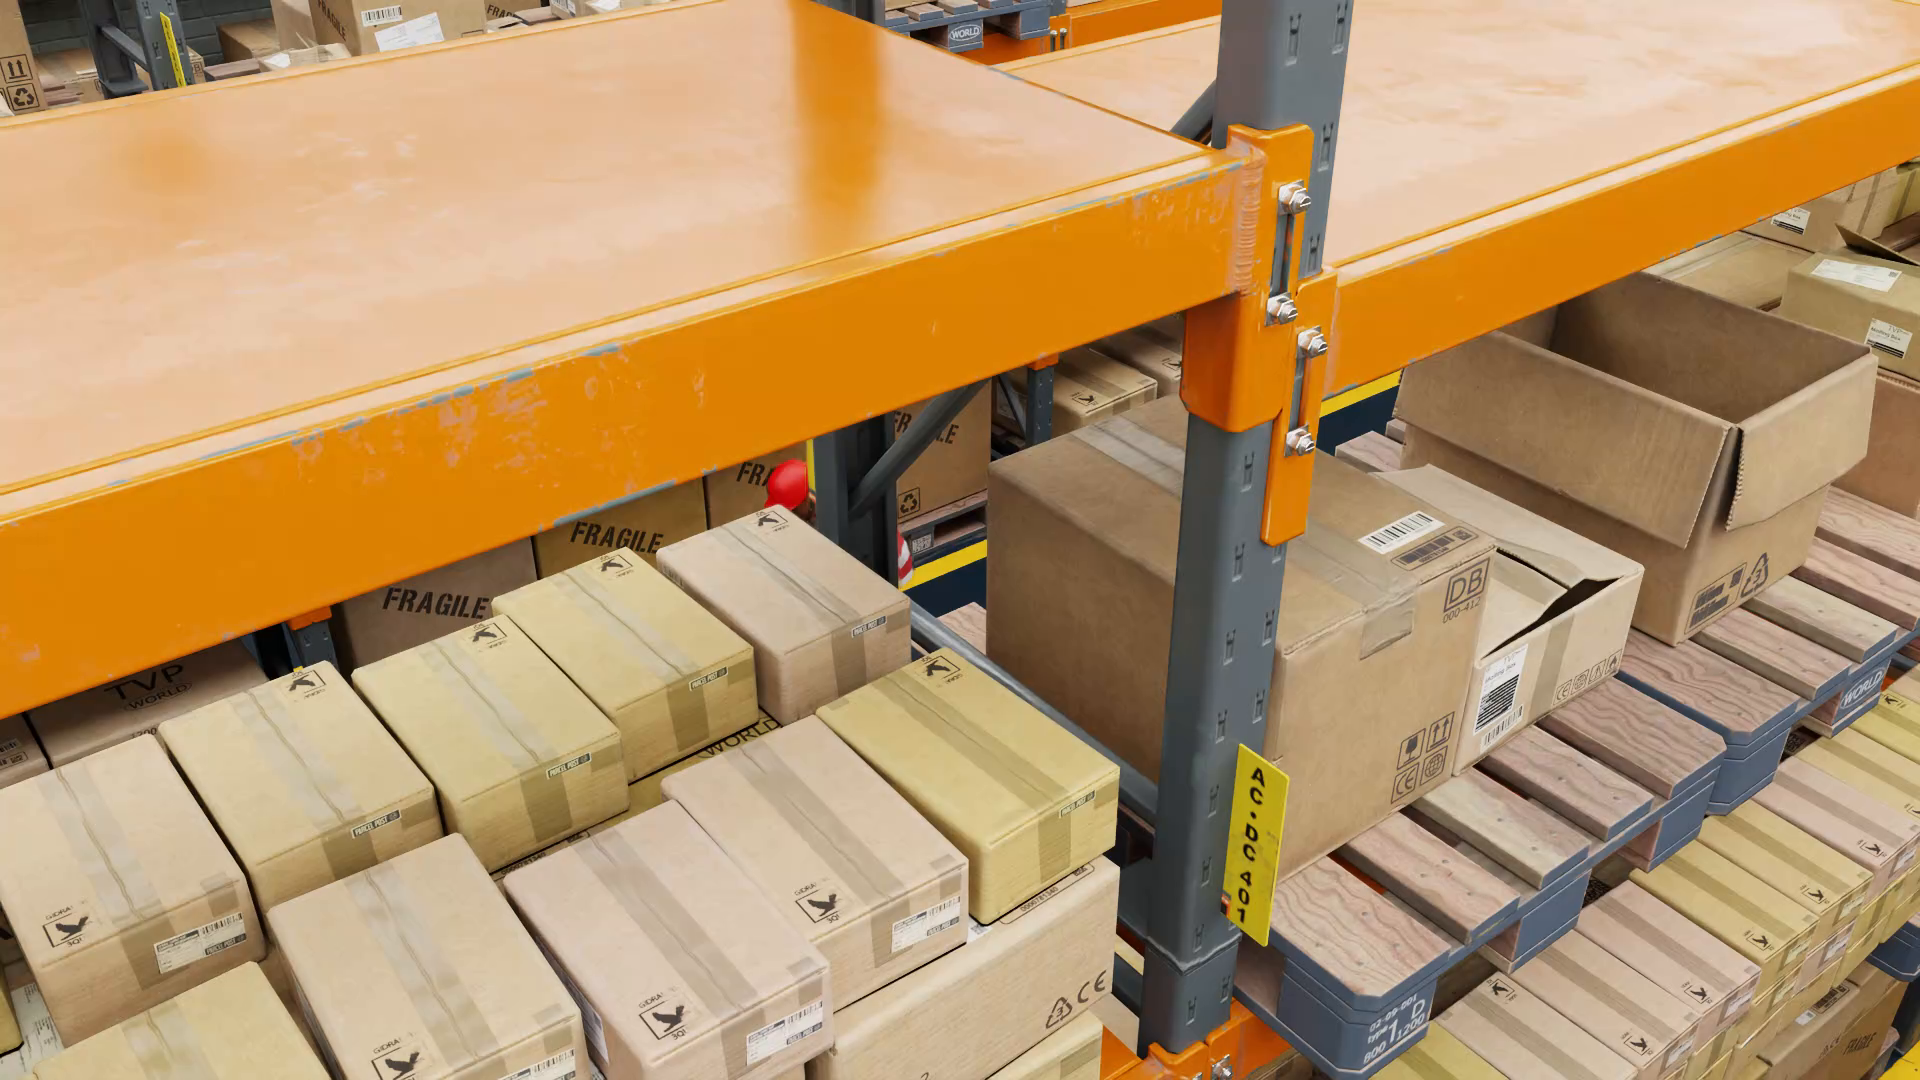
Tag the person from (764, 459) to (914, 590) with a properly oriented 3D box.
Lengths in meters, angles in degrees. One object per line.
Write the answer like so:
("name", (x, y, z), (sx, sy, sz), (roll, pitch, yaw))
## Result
("person", (-0.537, 0.240, 7.502), (0.711, 1.500, 0.581), (-22, 38, -31))
